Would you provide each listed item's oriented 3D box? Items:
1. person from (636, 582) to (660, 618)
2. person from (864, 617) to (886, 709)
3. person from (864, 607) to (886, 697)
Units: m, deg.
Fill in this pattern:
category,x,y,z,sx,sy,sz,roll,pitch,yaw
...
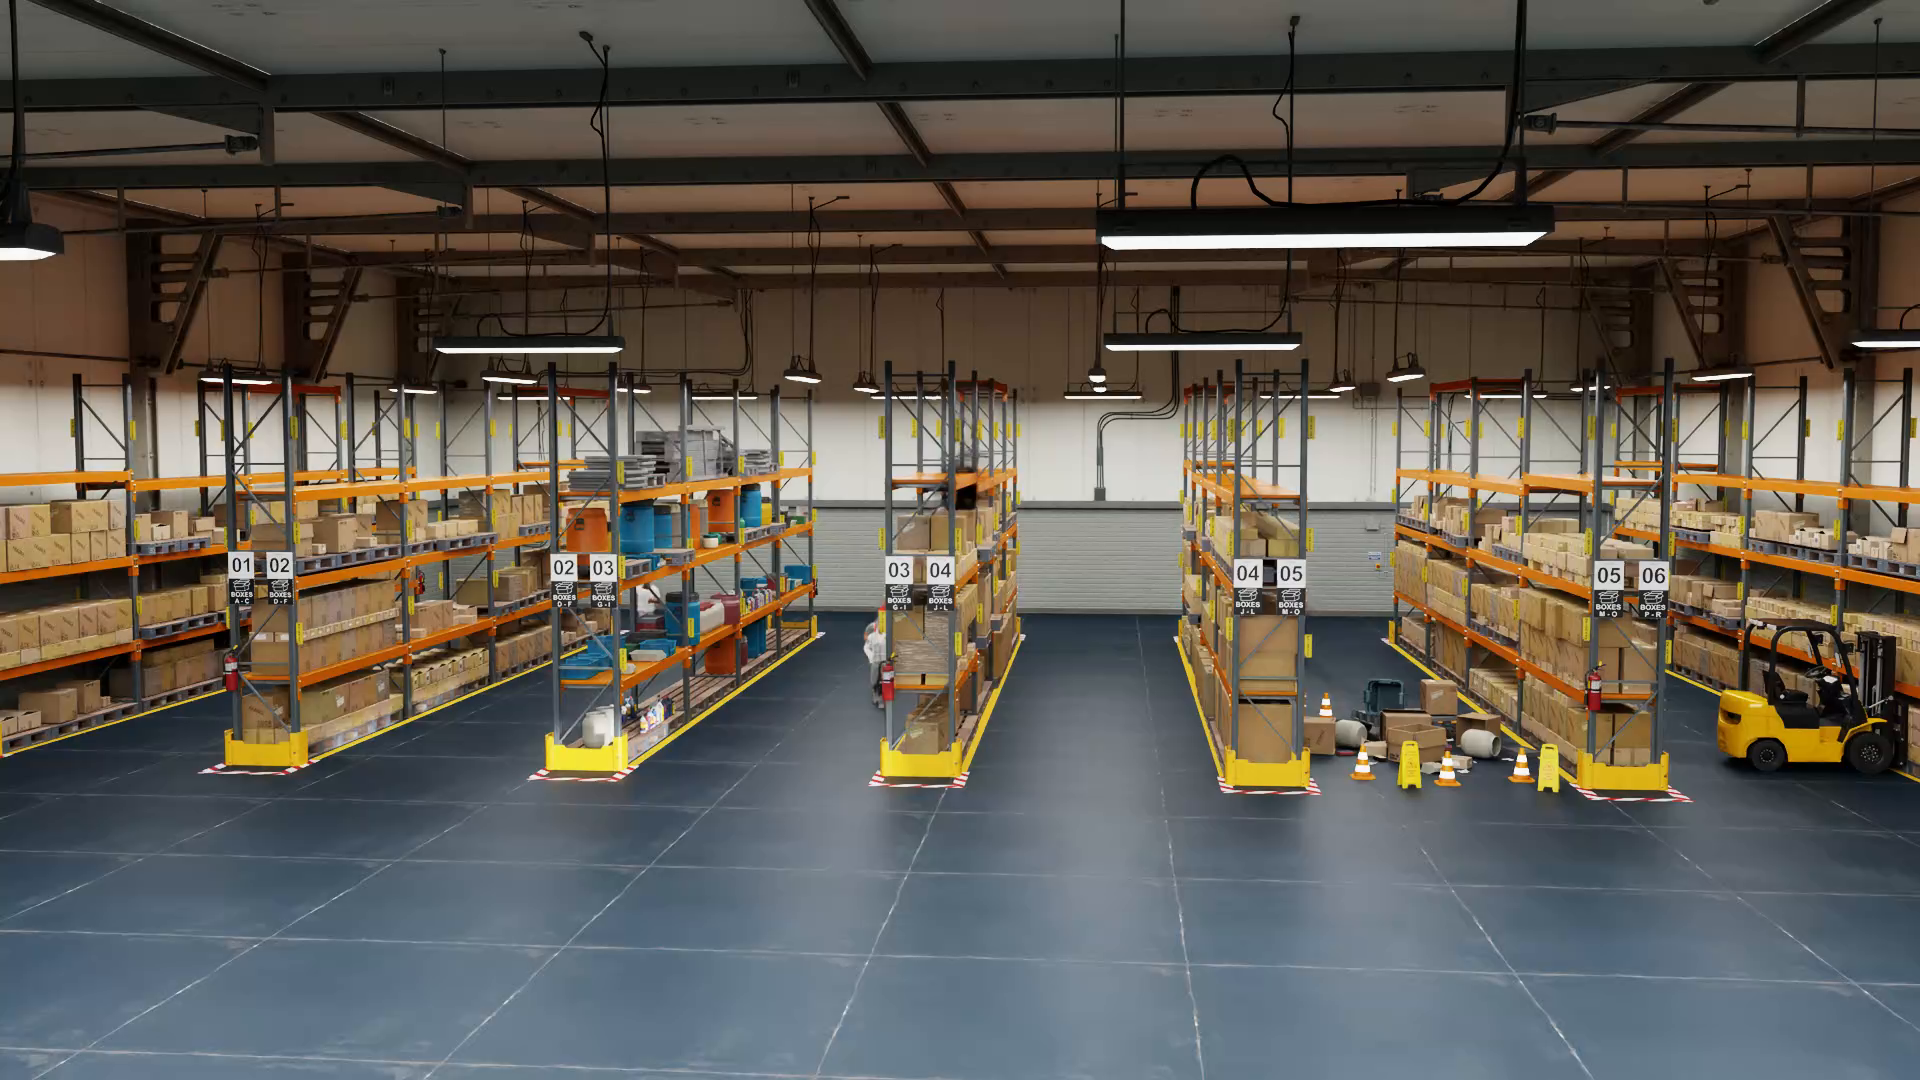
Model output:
category,x,y,z,sx,sy,sz,roll,pitch,yaw
person,-7.157,1.638,37.826,0.672,1.785,0.720,-1,4,-11
person,-1.430,2.205,29.984,0.614,1.648,0.571,0,4,-1
person,-1.442,2.098,30.635,0.633,1.741,0.620,0,4,-6
